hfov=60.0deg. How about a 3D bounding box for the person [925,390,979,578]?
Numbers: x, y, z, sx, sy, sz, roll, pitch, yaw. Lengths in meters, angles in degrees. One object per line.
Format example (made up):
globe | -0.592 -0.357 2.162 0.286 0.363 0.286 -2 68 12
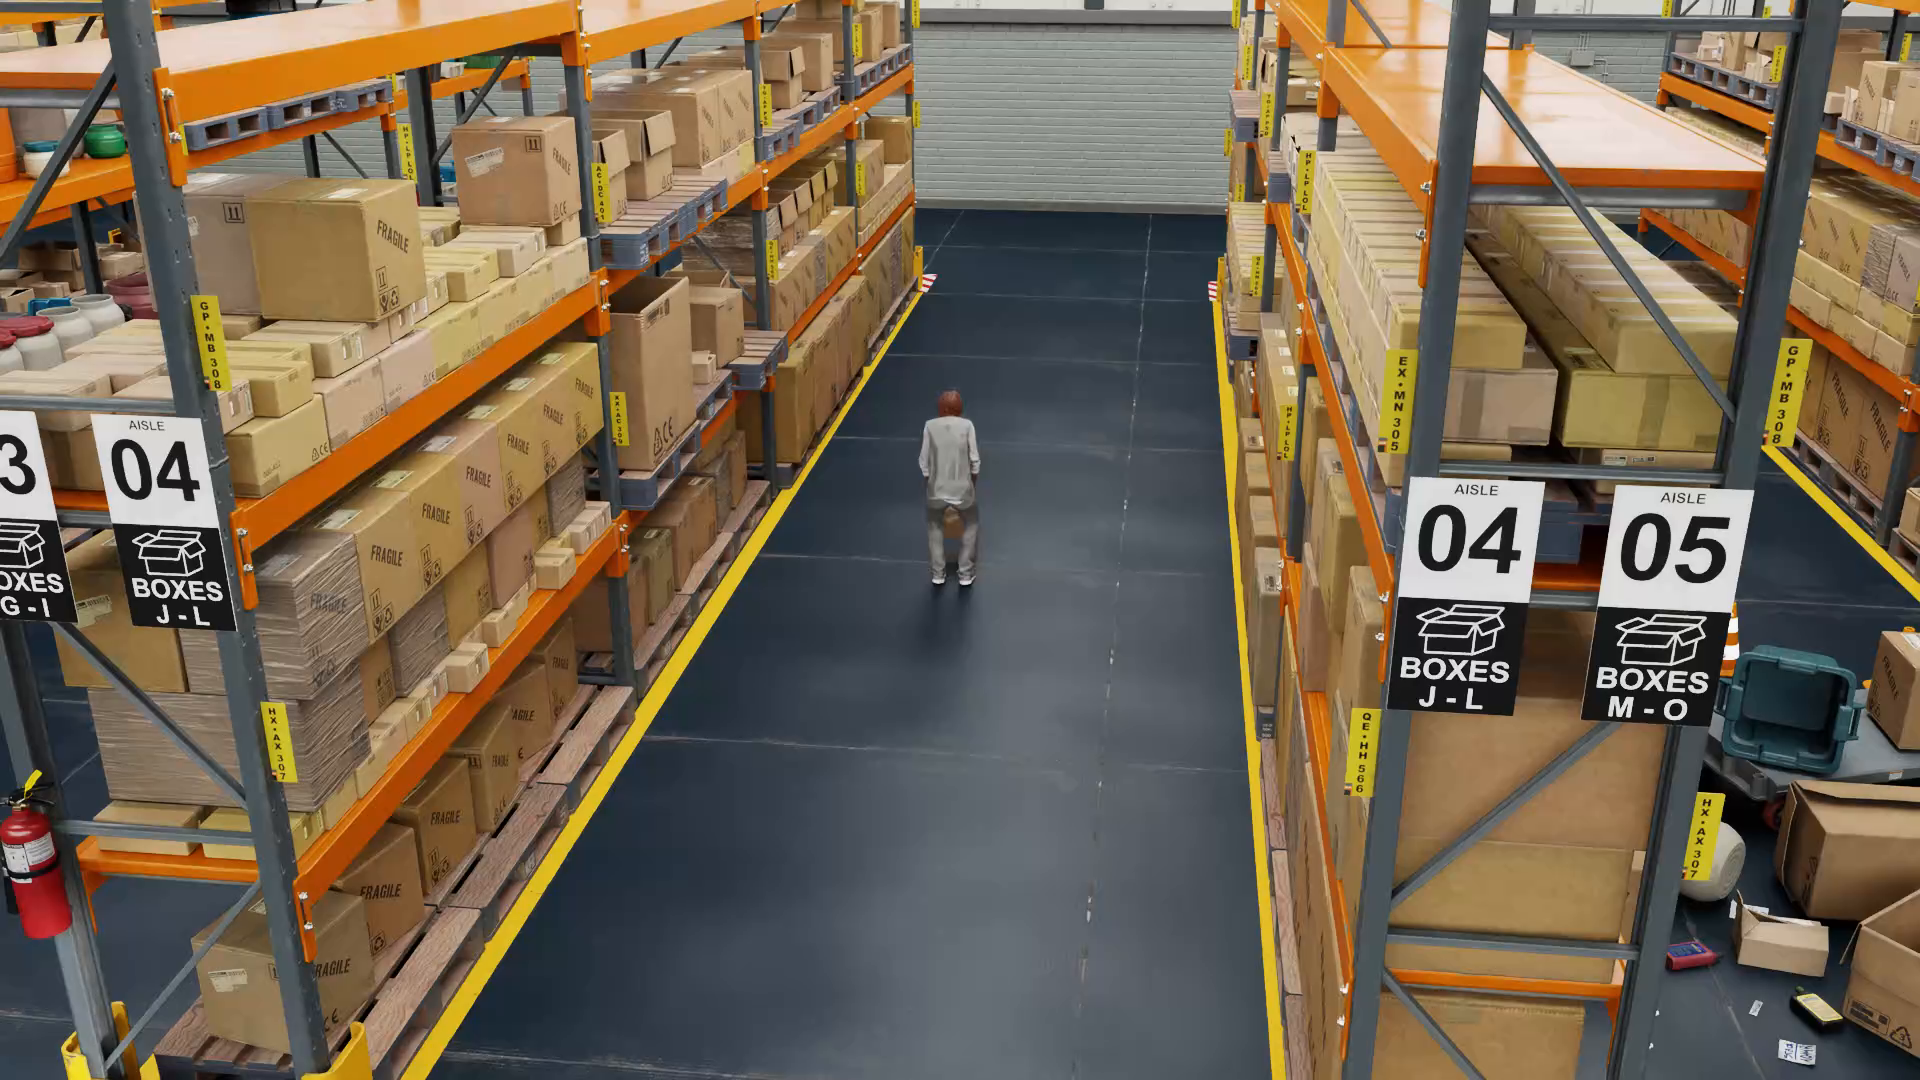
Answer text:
person | -0.079 -0.395 12.271 0.439 1.332 0.560 3 22 7
